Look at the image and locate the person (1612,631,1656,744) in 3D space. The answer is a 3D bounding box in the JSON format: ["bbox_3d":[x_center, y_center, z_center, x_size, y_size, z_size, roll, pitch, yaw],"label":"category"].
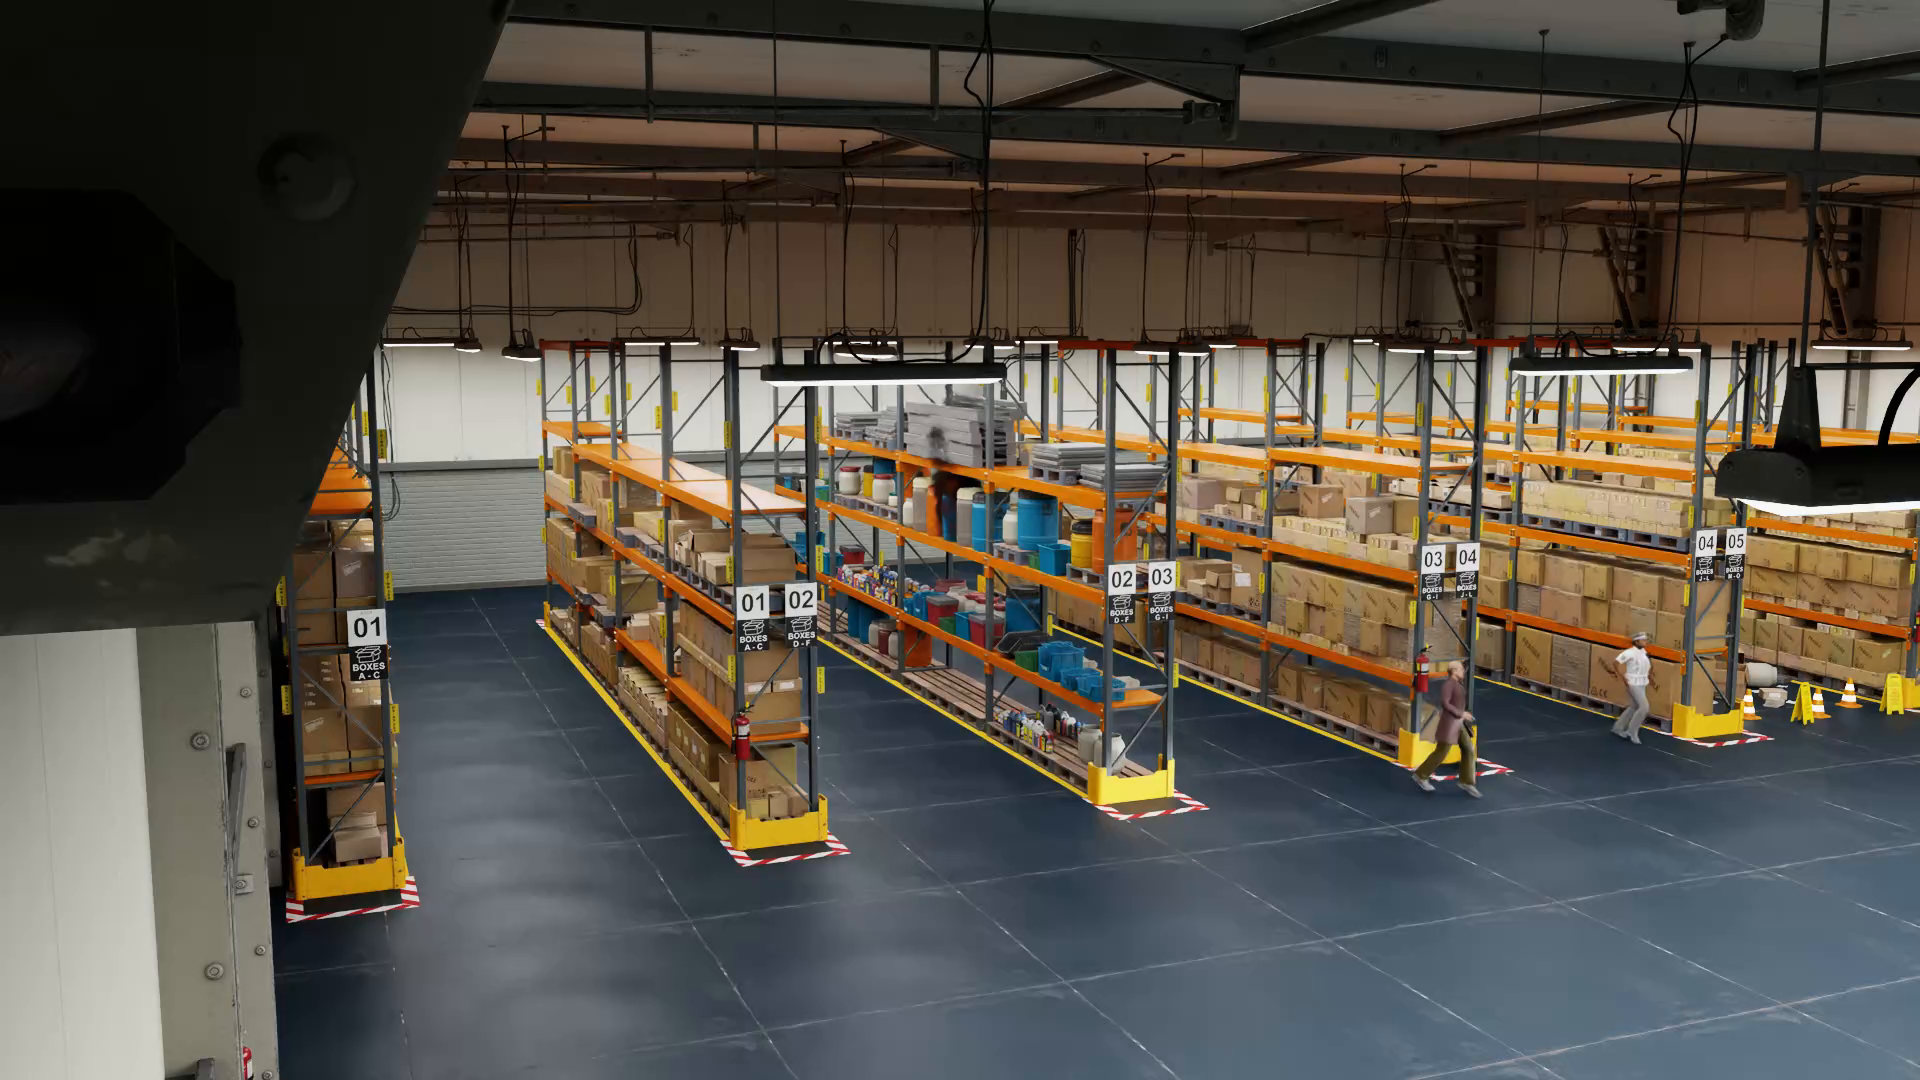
[{"bbox_3d":[10.286,2.232,25.327,0.557,1.721,0.639,-6,9,-38],"label":"person"}]

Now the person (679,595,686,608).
[{"bbox_3d":[-5.517,1.074,33.663,0.634,1.786,0.961,-5,9,-35],"label":"person"}]

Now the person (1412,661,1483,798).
[{"bbox_3d":[6.690,2.535,22.550,0.943,1.794,0.762,5,9,32],"label":"person"}]
